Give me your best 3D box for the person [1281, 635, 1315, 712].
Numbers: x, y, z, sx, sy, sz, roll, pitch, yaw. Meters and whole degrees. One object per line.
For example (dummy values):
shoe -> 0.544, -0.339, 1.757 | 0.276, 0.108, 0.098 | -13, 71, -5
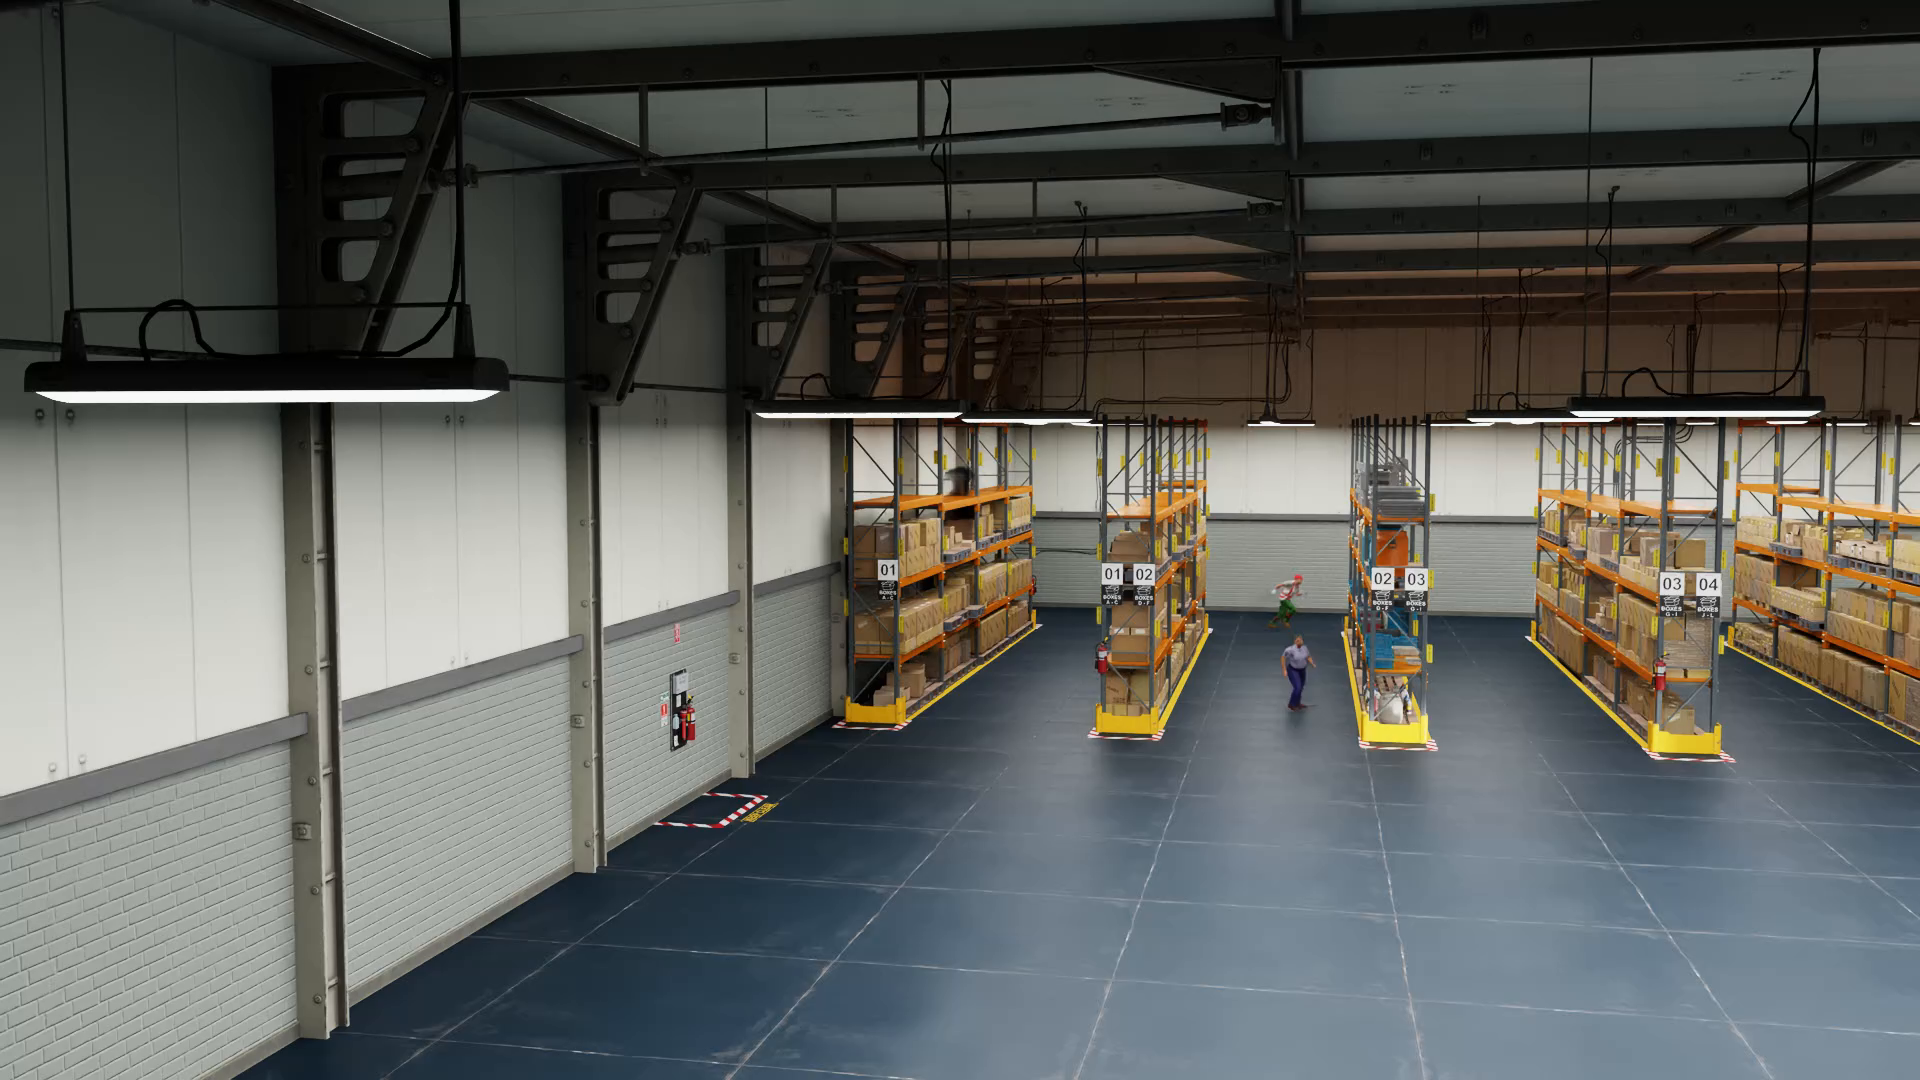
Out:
person -> 6.910, 2.719, 33.873 | 0.650, 1.620, 0.768 | -2, 4, -30

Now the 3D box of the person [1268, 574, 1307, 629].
person -> 9.395, 1.747, 47.649 | 1.081, 1.546, 0.627 | 2, 4, 26

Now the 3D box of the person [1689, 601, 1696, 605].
person -> 20.531, 1.809, 46.308 | 0.616, 1.714, 0.630 | 3, 5, 34
